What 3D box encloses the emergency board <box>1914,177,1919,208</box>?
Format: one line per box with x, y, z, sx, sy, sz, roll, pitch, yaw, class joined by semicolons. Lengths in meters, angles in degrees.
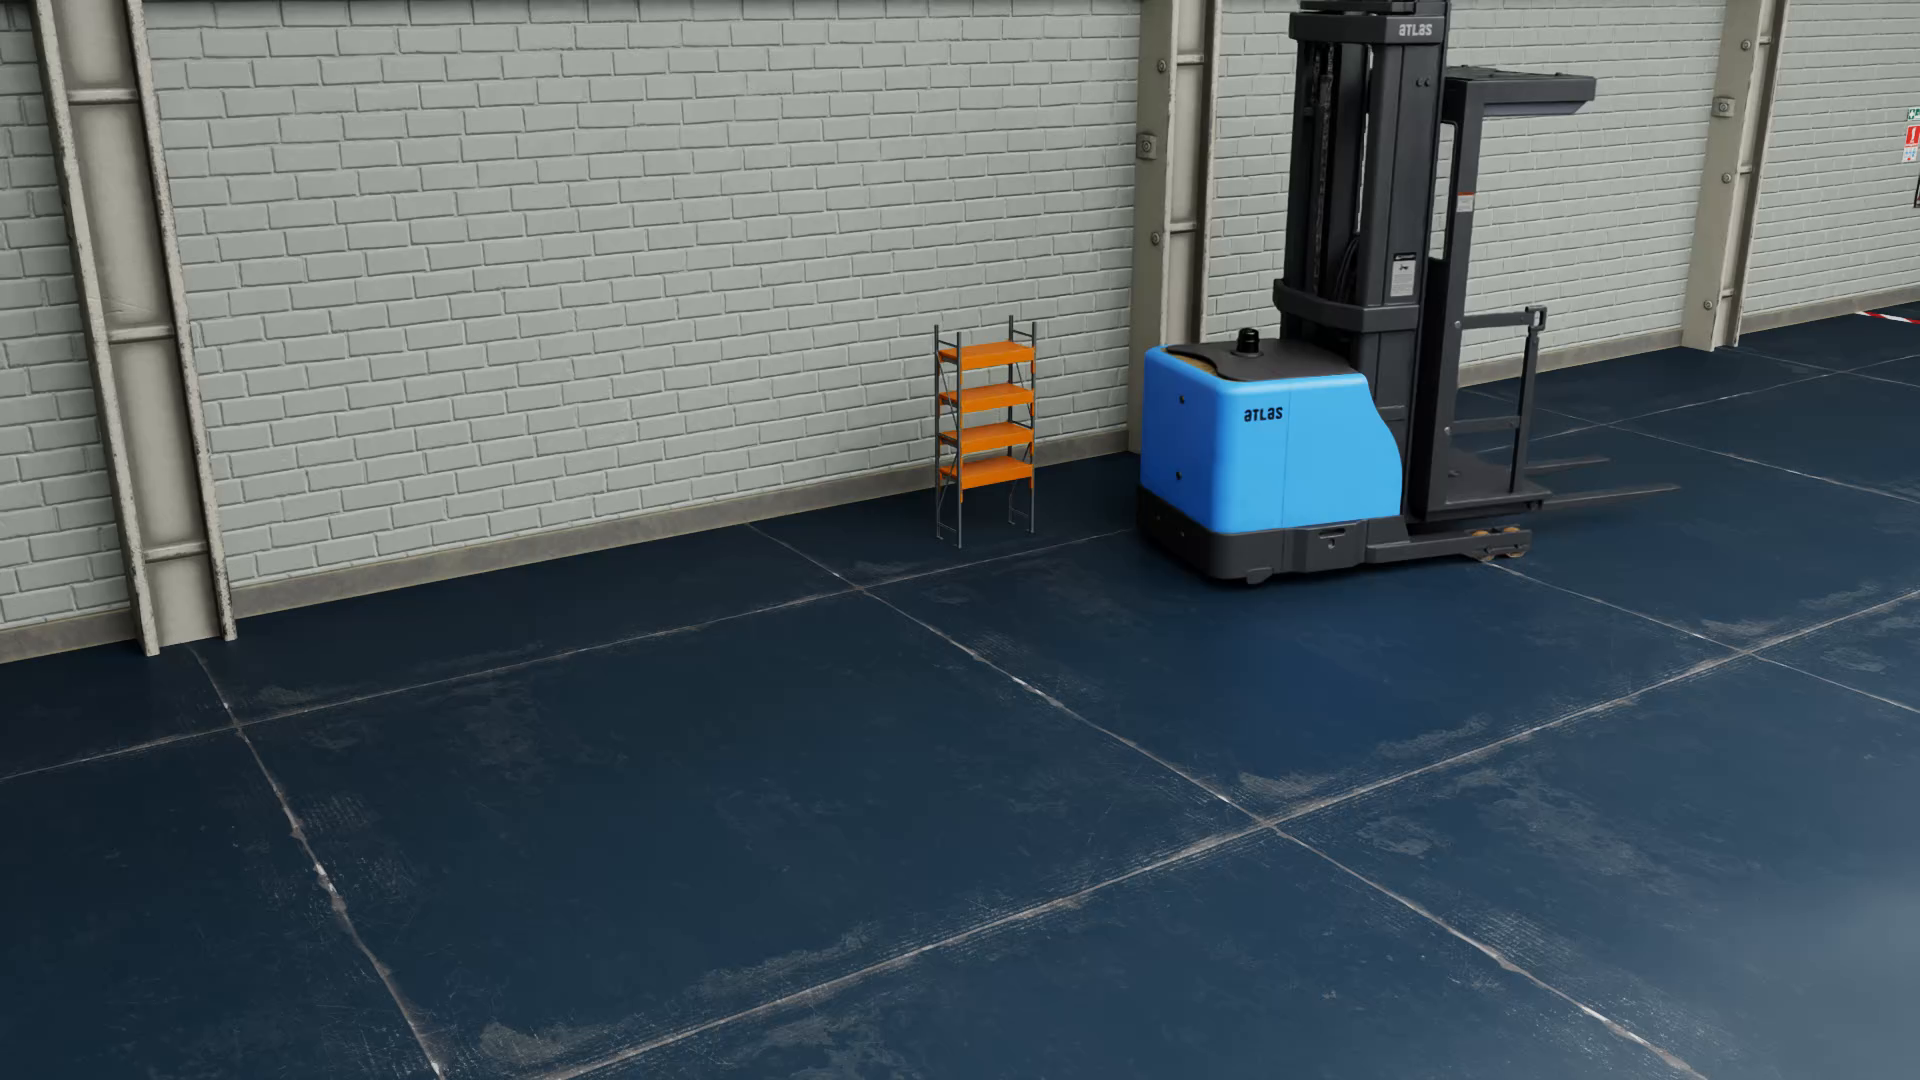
9.265;-3.709;15.532;0.626;1.169;0.157;-12;22;-31;emergency board

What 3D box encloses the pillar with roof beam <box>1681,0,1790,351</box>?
8.724;-4.764;9.287;0.400;9.000;9.100;-12;22;-31;pillar with roof beam

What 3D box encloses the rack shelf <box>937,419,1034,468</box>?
0.138;-0.534;9.160;0.480;0.148;0.258;-12;22;-31;rack shelf

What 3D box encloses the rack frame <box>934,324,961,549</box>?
-0.066;-0.555;9.012;0.015;1.200;0.240;-12;22;-31;rack frame

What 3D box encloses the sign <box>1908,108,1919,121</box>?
8.772;-3.902;15.221;0.331;0.109;0.001;-12;22;-31;sign

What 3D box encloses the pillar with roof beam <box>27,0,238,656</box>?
-1.299;-2.651;3.035;0.400;9.000;9.100;-12;22;-31;pillar with roof beam

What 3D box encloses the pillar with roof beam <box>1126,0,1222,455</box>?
3.713;-3.708;6.161;0.400;9.000;9.100;-12;22;-31;pillar with roof beam

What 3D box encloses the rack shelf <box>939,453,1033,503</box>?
0.138;-0.346;9.224;0.480;0.148;0.258;-12;22;-31;rack shelf

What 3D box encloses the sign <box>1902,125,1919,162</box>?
8.764;-3.653;15.310;0.234;0.329;0.001;-12;22;-31;sign

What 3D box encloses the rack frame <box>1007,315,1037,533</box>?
0.342;-0.641;9.266;0.015;1.200;0.240;-12;22;-31;rack frame

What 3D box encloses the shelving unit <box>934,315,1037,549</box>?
0.138;-0.598;9.139;0.503;1.200;0.258;-12;22;-31;shelving unit

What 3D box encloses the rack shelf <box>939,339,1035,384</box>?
0.138;-0.970;9.013;0.480;0.148;0.258;-12;22;-31;rack shelf

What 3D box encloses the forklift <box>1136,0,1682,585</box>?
2.557;-1.424;8.881;3.031;2.935;1.130;-6;20;-17;forklift

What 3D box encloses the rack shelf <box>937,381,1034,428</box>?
0.138;-0.746;9.089;0.480;0.148;0.258;-12;22;-31;rack shelf
